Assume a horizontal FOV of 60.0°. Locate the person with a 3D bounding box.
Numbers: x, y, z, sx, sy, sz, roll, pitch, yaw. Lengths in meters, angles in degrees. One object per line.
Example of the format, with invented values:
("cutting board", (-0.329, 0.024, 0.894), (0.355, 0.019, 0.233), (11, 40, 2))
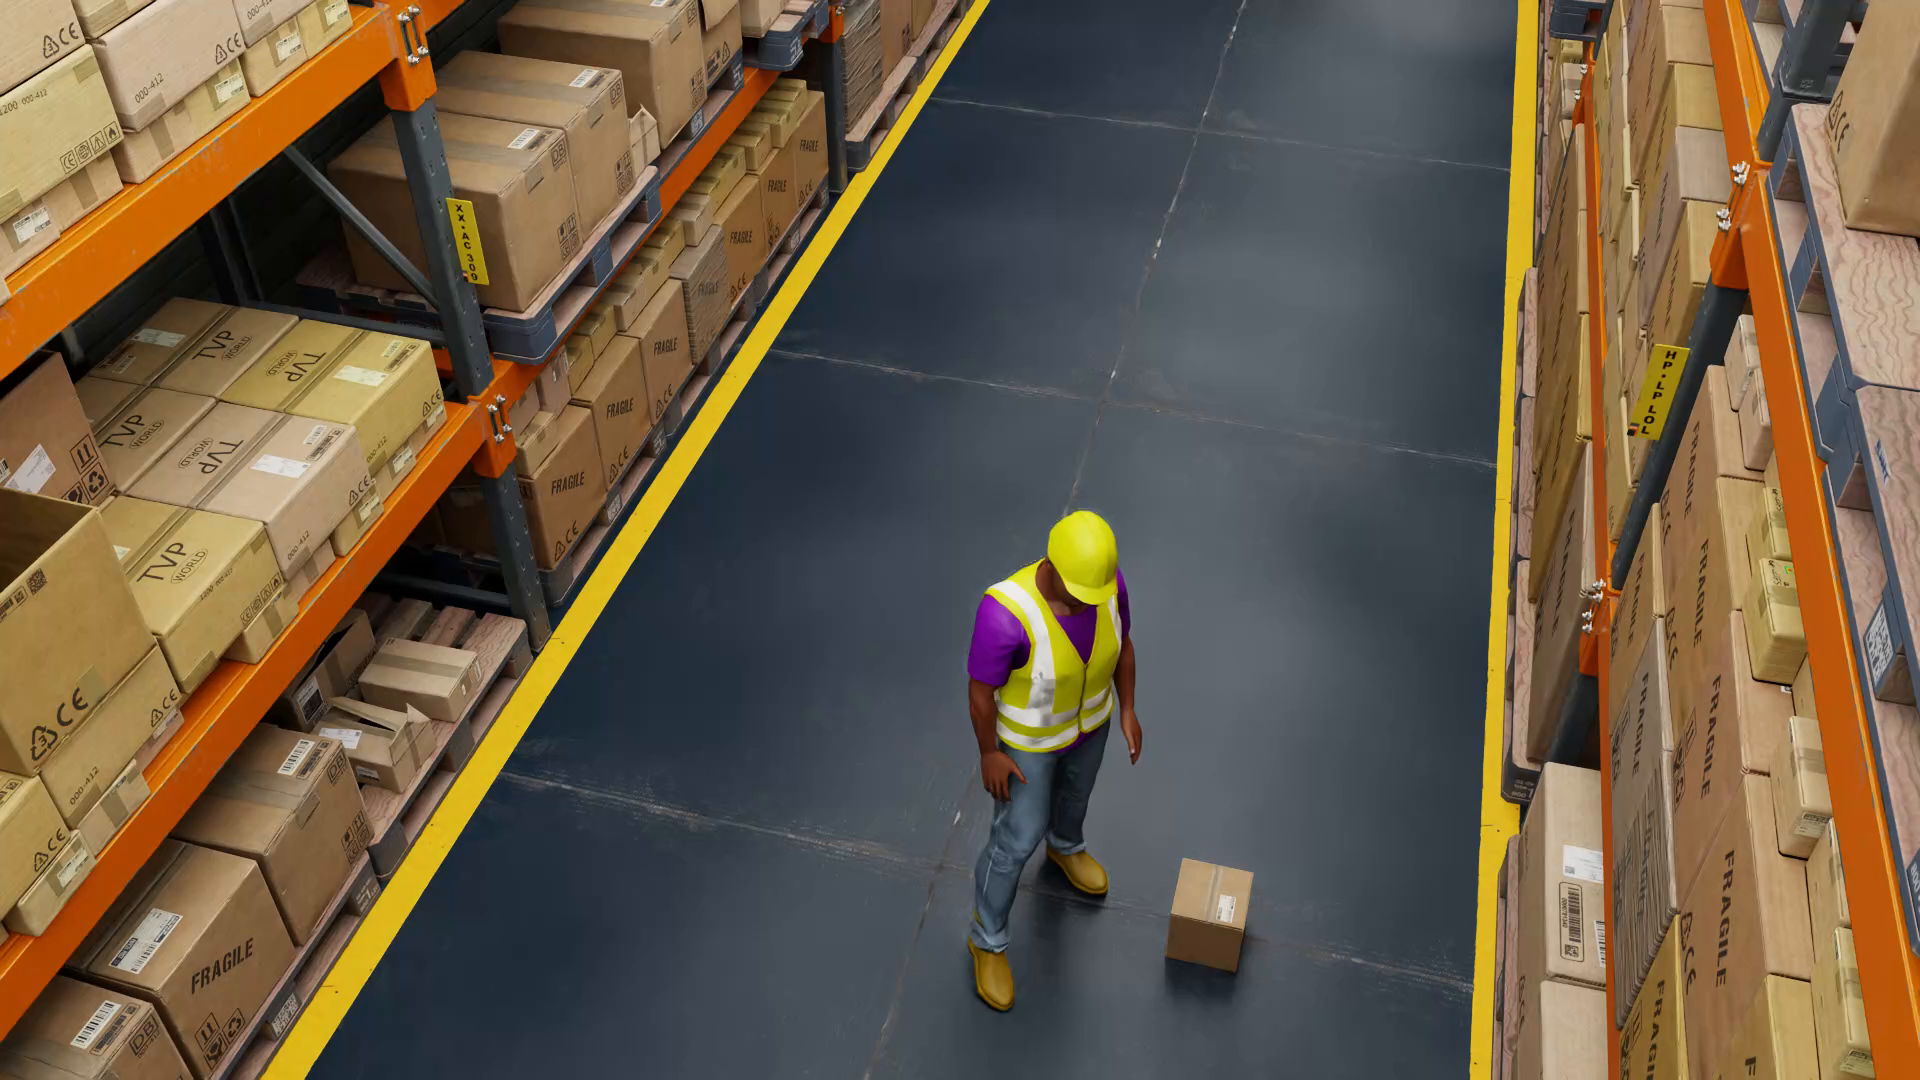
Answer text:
("person", (0.278, 0.666, 5.351), (0.763, 1.762, 0.501), (-26, 47, -27))
